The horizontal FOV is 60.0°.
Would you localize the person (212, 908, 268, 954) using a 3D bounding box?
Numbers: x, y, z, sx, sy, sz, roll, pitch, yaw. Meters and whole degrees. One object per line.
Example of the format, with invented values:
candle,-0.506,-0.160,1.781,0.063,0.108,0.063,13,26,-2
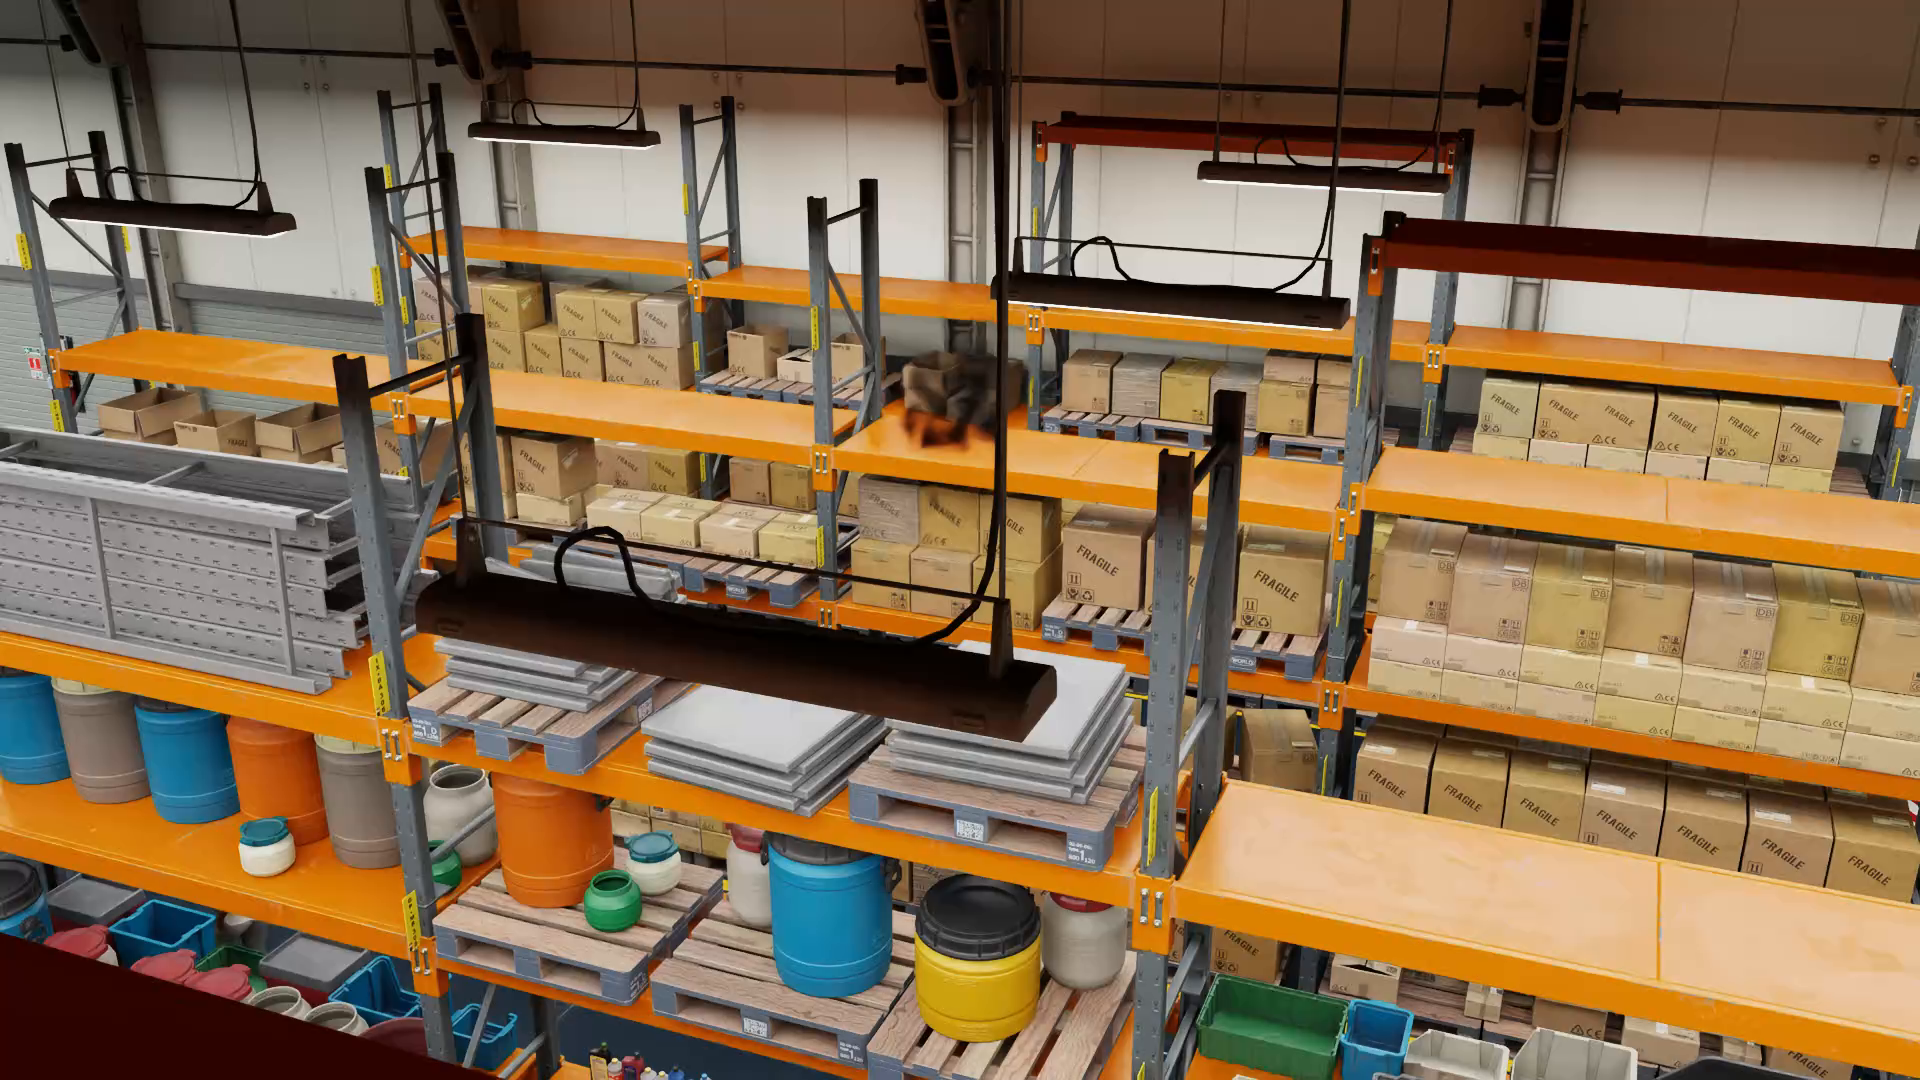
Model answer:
person,-5.470,2.830,12.612,0.603,1.658,0.579,10,23,24
